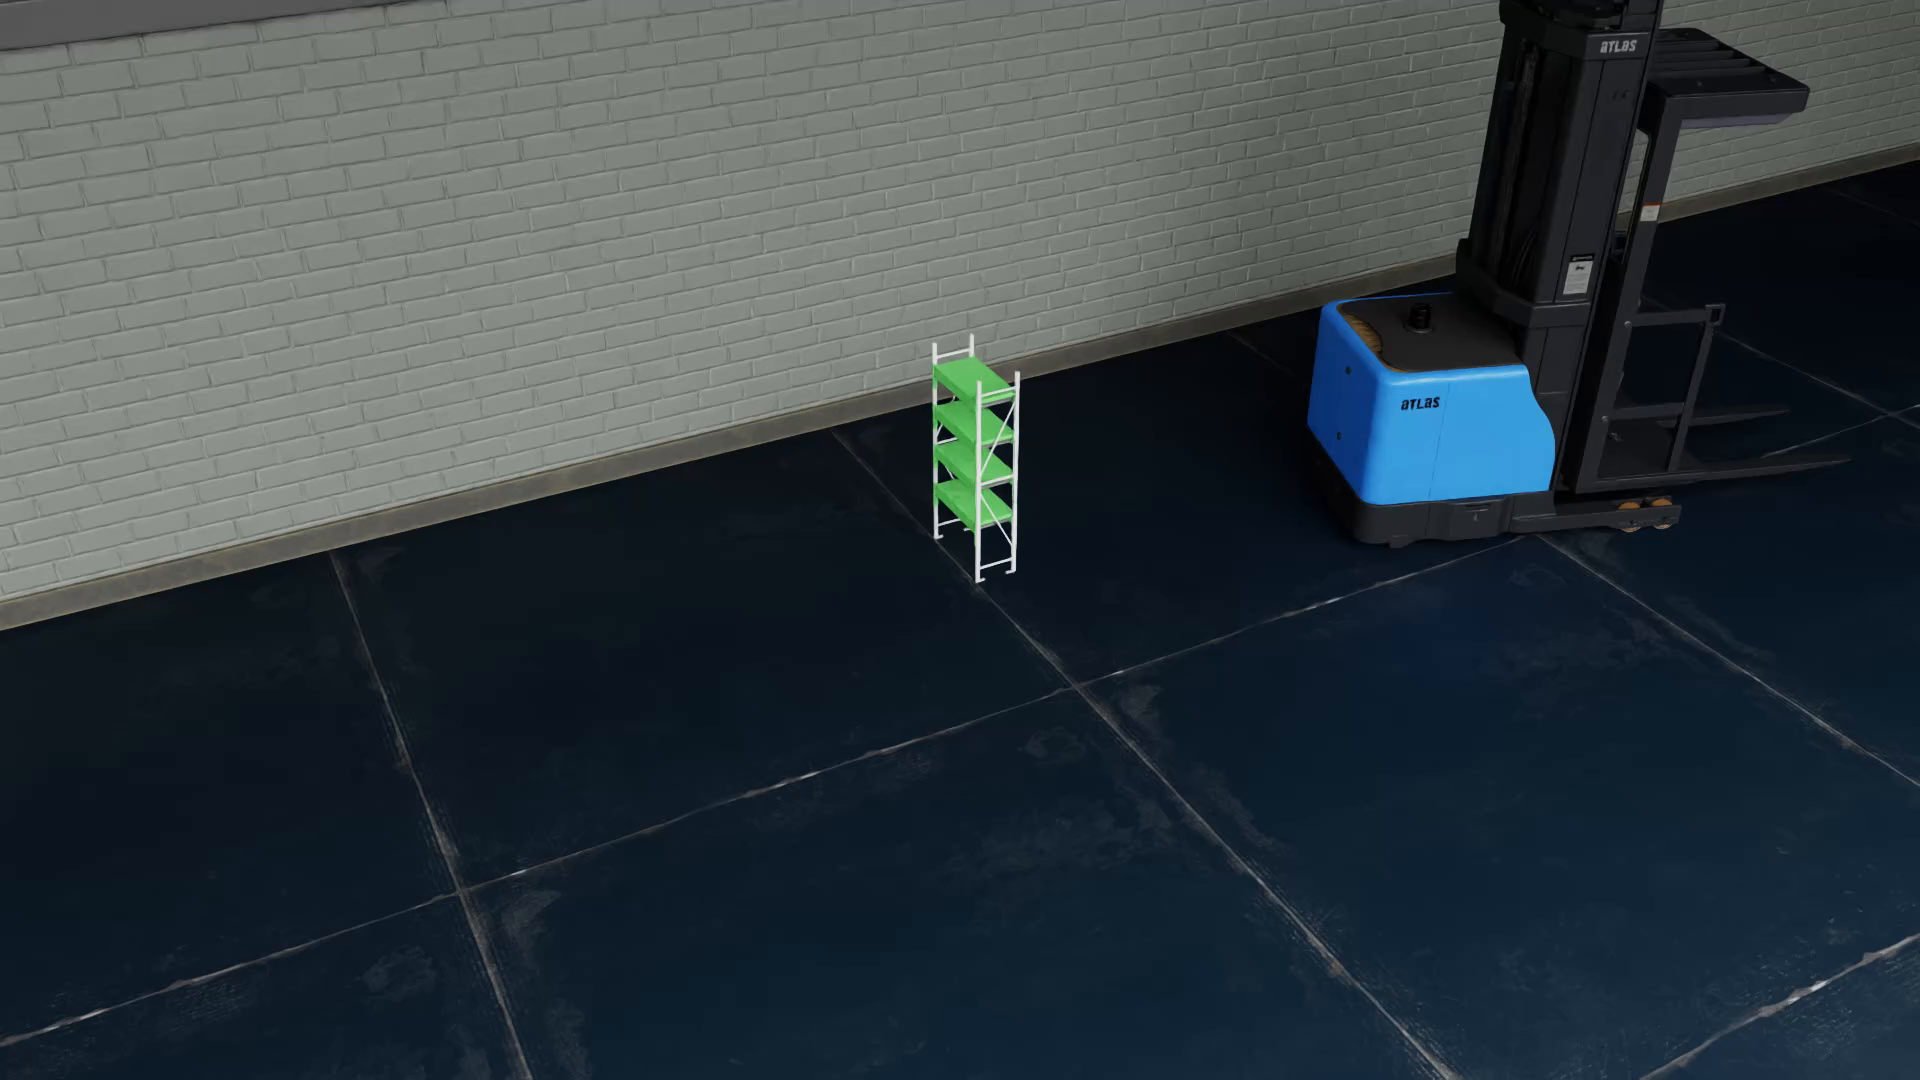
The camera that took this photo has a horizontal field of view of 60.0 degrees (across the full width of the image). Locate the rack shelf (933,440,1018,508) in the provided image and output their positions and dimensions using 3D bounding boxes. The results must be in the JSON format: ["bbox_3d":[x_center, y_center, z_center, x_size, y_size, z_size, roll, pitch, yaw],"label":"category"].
[{"bbox_3d":[0.077,-0.372,8.837,0.258,0.148,0.480,-16,36,-23],"label":"rack shelf"}]

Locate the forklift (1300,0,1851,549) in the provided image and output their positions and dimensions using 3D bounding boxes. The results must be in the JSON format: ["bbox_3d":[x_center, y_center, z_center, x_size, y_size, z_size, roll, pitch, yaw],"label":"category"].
[{"bbox_3d":[3.581,-1.556,8.961,3.031,2.935,1.130,-5,33,-8],"label":"forklift"}]

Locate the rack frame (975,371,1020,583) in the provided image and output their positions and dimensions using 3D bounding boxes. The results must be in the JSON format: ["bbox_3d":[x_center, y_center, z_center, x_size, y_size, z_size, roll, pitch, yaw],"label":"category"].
[{"bbox_3d":[0.191,-0.310,8.621,0.240,1.200,0.015,-16,36,-23],"label":"rack frame"}]

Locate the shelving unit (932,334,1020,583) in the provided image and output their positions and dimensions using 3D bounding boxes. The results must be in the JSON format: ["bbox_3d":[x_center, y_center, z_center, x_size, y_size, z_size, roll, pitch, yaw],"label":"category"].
[{"bbox_3d":[0.077,-0.426,8.803,0.258,1.200,0.503,-16,36,-23],"label":"shelving unit"}]

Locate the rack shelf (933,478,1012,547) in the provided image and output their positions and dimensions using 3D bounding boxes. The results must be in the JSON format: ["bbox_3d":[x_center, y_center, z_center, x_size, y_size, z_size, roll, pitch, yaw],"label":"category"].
[{"bbox_3d":[0.077,-0.170,8.967,0.258,0.148,0.480,-16,36,-23],"label":"rack shelf"}]

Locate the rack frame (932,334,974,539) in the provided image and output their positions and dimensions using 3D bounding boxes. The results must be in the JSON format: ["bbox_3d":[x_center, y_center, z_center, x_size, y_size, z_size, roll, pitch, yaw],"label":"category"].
[{"bbox_3d":[-0.037,-0.543,8.985,0.240,1.200,0.015,-16,36,-23],"label":"rack frame"}]

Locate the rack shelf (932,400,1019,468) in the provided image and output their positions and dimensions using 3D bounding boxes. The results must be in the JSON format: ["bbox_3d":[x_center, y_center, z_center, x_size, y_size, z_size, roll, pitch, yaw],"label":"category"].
[{"bbox_3d":[0.077,-0.574,8.708,0.258,0.148,0.480,-16,36,-23],"label":"rack shelf"}]

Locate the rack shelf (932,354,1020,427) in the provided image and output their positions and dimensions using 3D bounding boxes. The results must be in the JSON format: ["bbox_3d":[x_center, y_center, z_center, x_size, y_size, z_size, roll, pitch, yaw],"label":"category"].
[{"bbox_3d":[0.077,-0.777,8.579,0.258,0.148,0.480,-16,36,-23],"label":"rack shelf"}]
